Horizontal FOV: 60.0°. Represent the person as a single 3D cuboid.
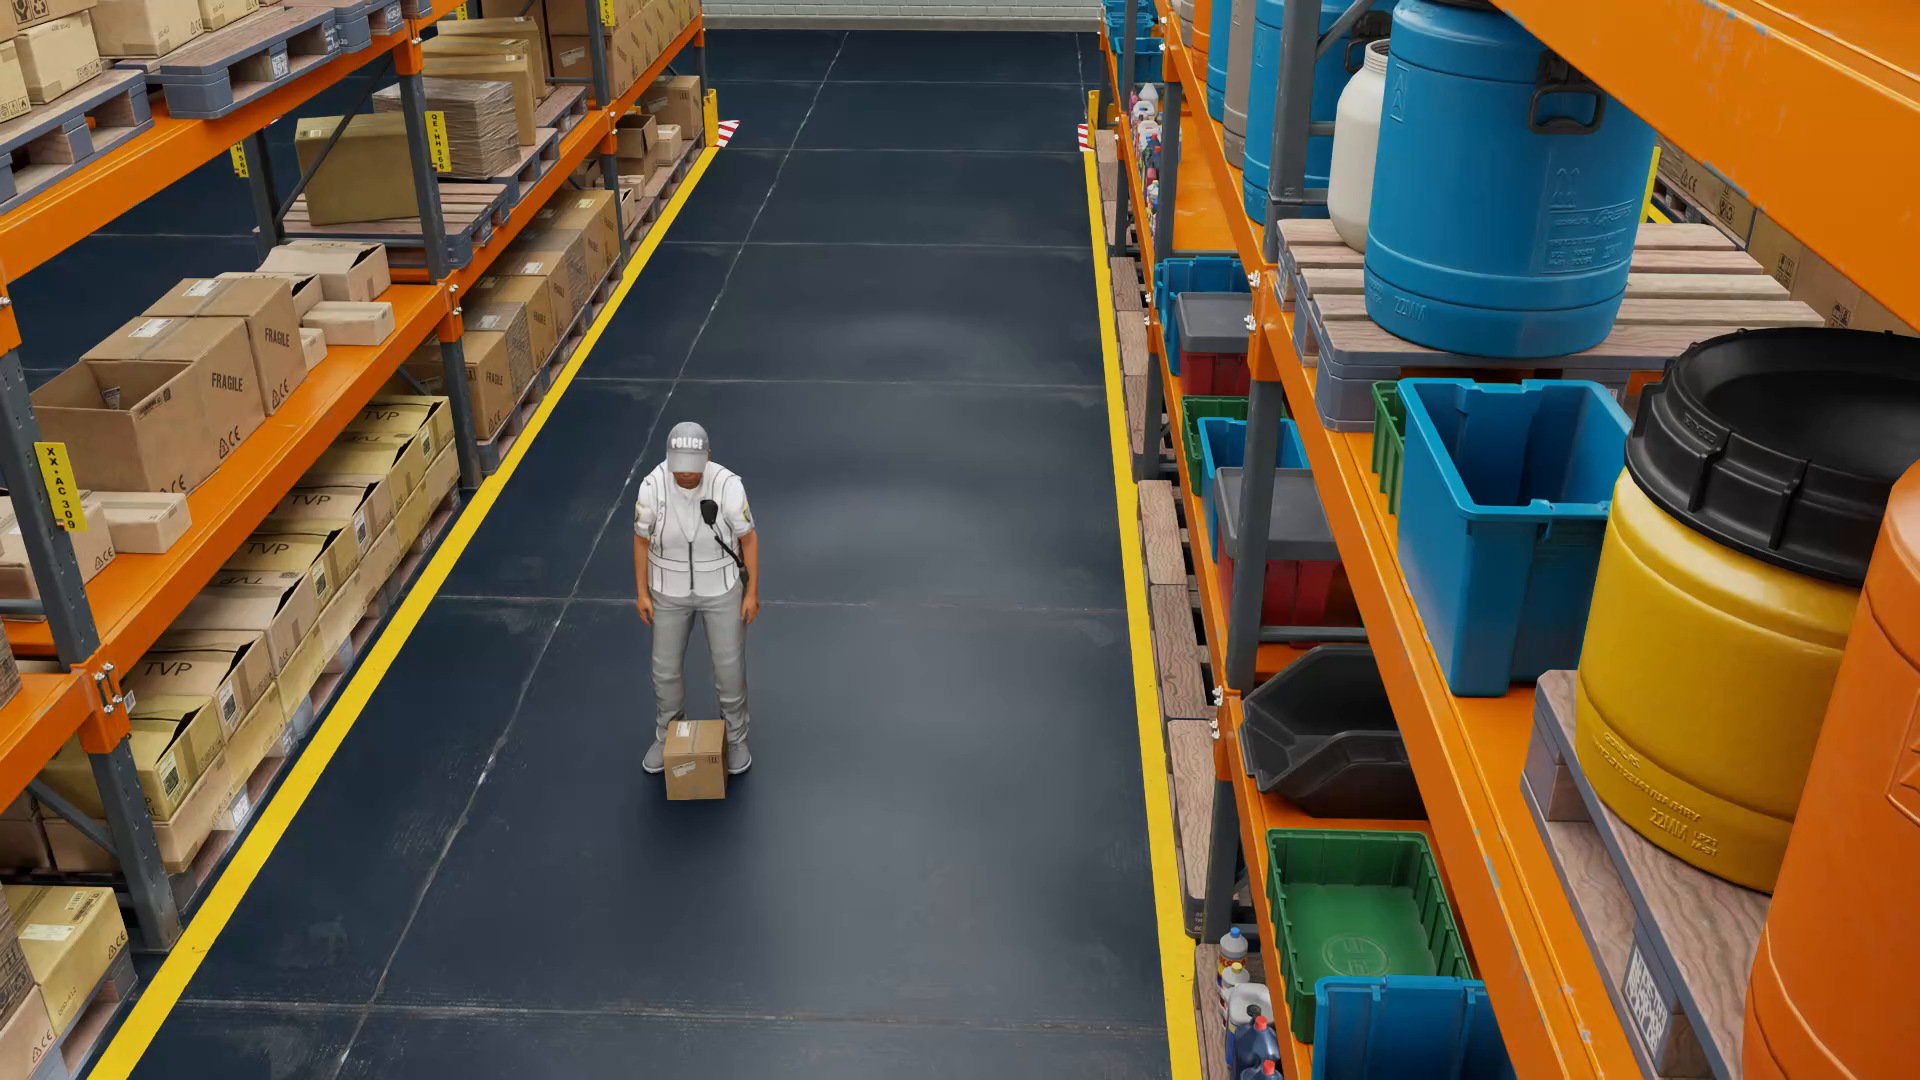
[{"bbox_3d":[-1.145,0.240,7.166,0.564,1.667,0.465,-1,28,-1],"label":"person"}]
